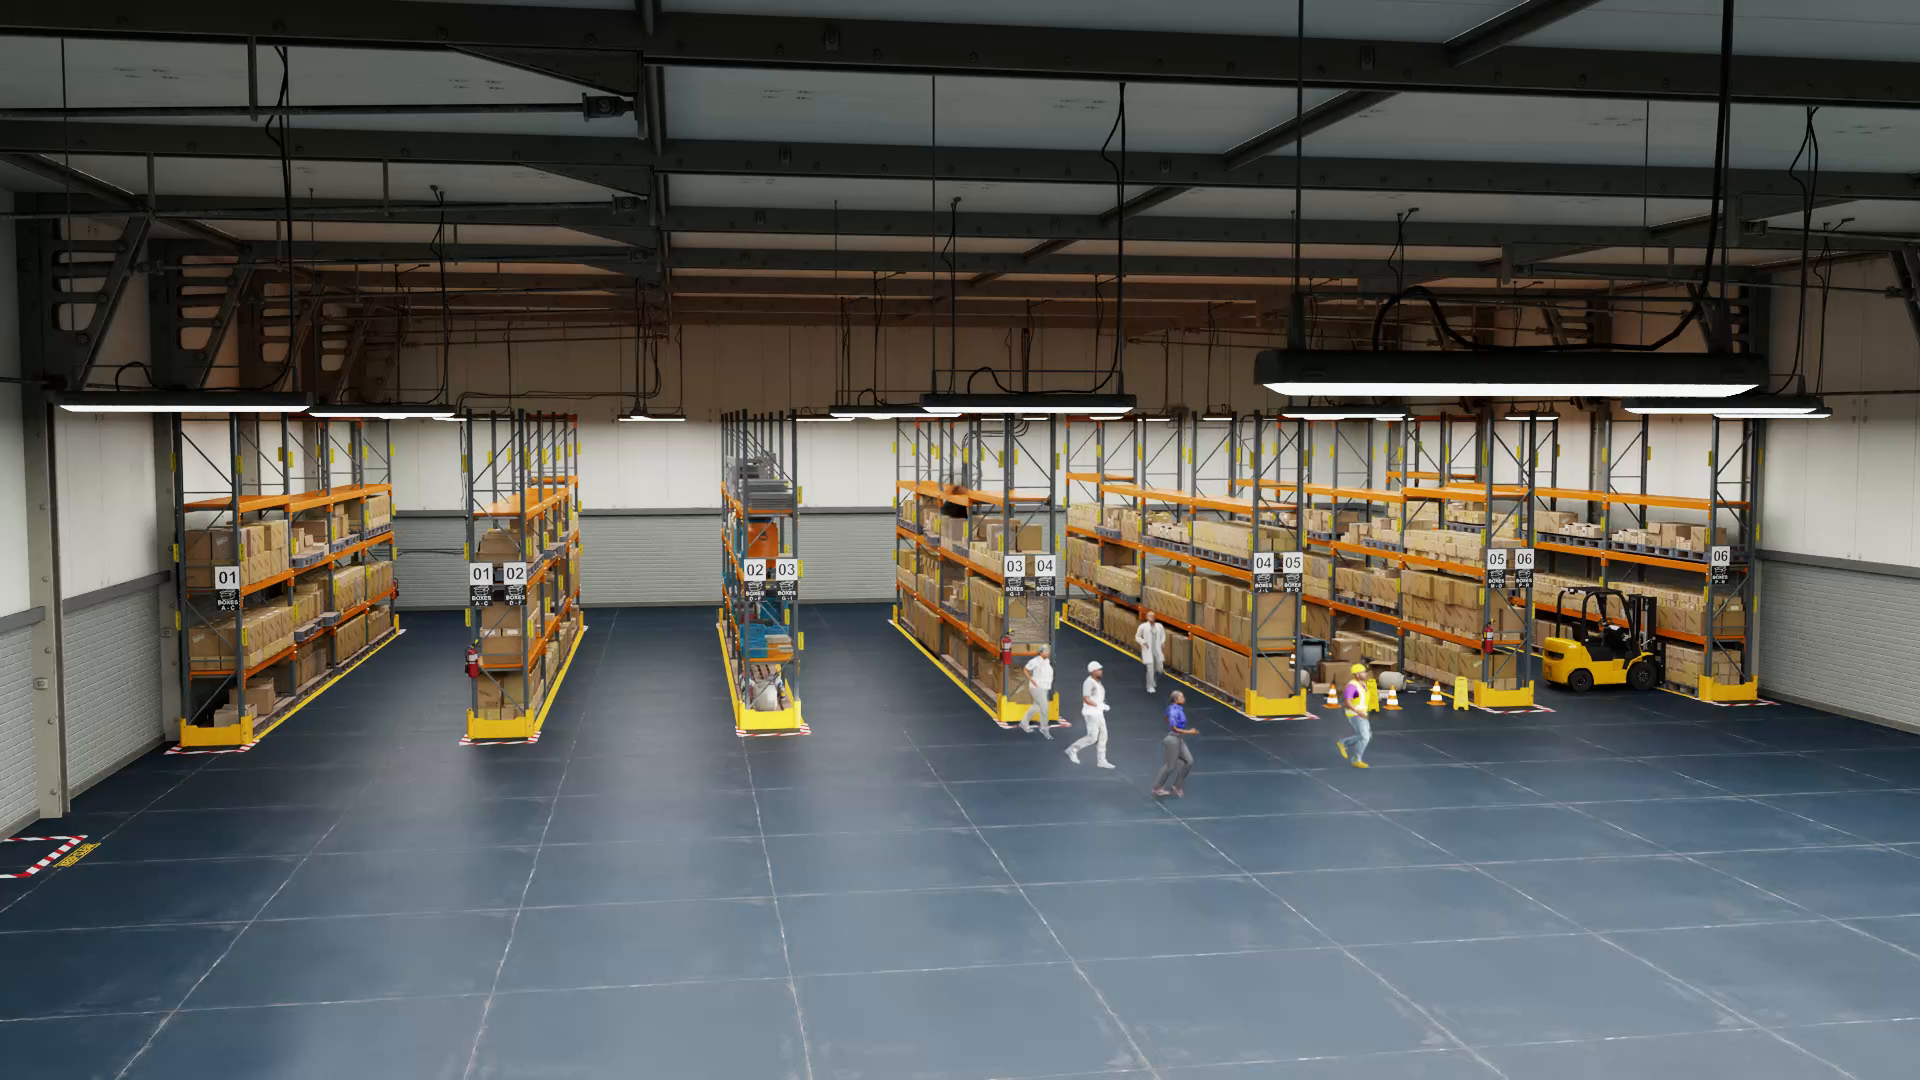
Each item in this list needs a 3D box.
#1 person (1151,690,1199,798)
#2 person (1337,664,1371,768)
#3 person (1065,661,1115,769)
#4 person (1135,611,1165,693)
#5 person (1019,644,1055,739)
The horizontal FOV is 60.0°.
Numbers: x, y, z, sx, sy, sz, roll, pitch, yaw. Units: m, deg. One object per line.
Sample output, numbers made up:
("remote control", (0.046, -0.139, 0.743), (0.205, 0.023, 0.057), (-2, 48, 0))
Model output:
("person", (3.304, 3.144, 25.458), (0.721, 1.715, 0.593), (1, 4, 18))
("person", (6.589, 2.922, 27.842), (0.602, 1.720, 0.733), (2, 5, 29))
("person", (2.198, 2.907, 27.684), (0.804, 1.786, 0.709), (1, 4, 18))
("person", (4.090, 2.383, 35.437), (0.705, 1.727, 0.660), (-1, 4, -13))
("person", (1.462, 2.771, 30.596), (0.735, 1.723, 0.635), (3, 5, 34))
